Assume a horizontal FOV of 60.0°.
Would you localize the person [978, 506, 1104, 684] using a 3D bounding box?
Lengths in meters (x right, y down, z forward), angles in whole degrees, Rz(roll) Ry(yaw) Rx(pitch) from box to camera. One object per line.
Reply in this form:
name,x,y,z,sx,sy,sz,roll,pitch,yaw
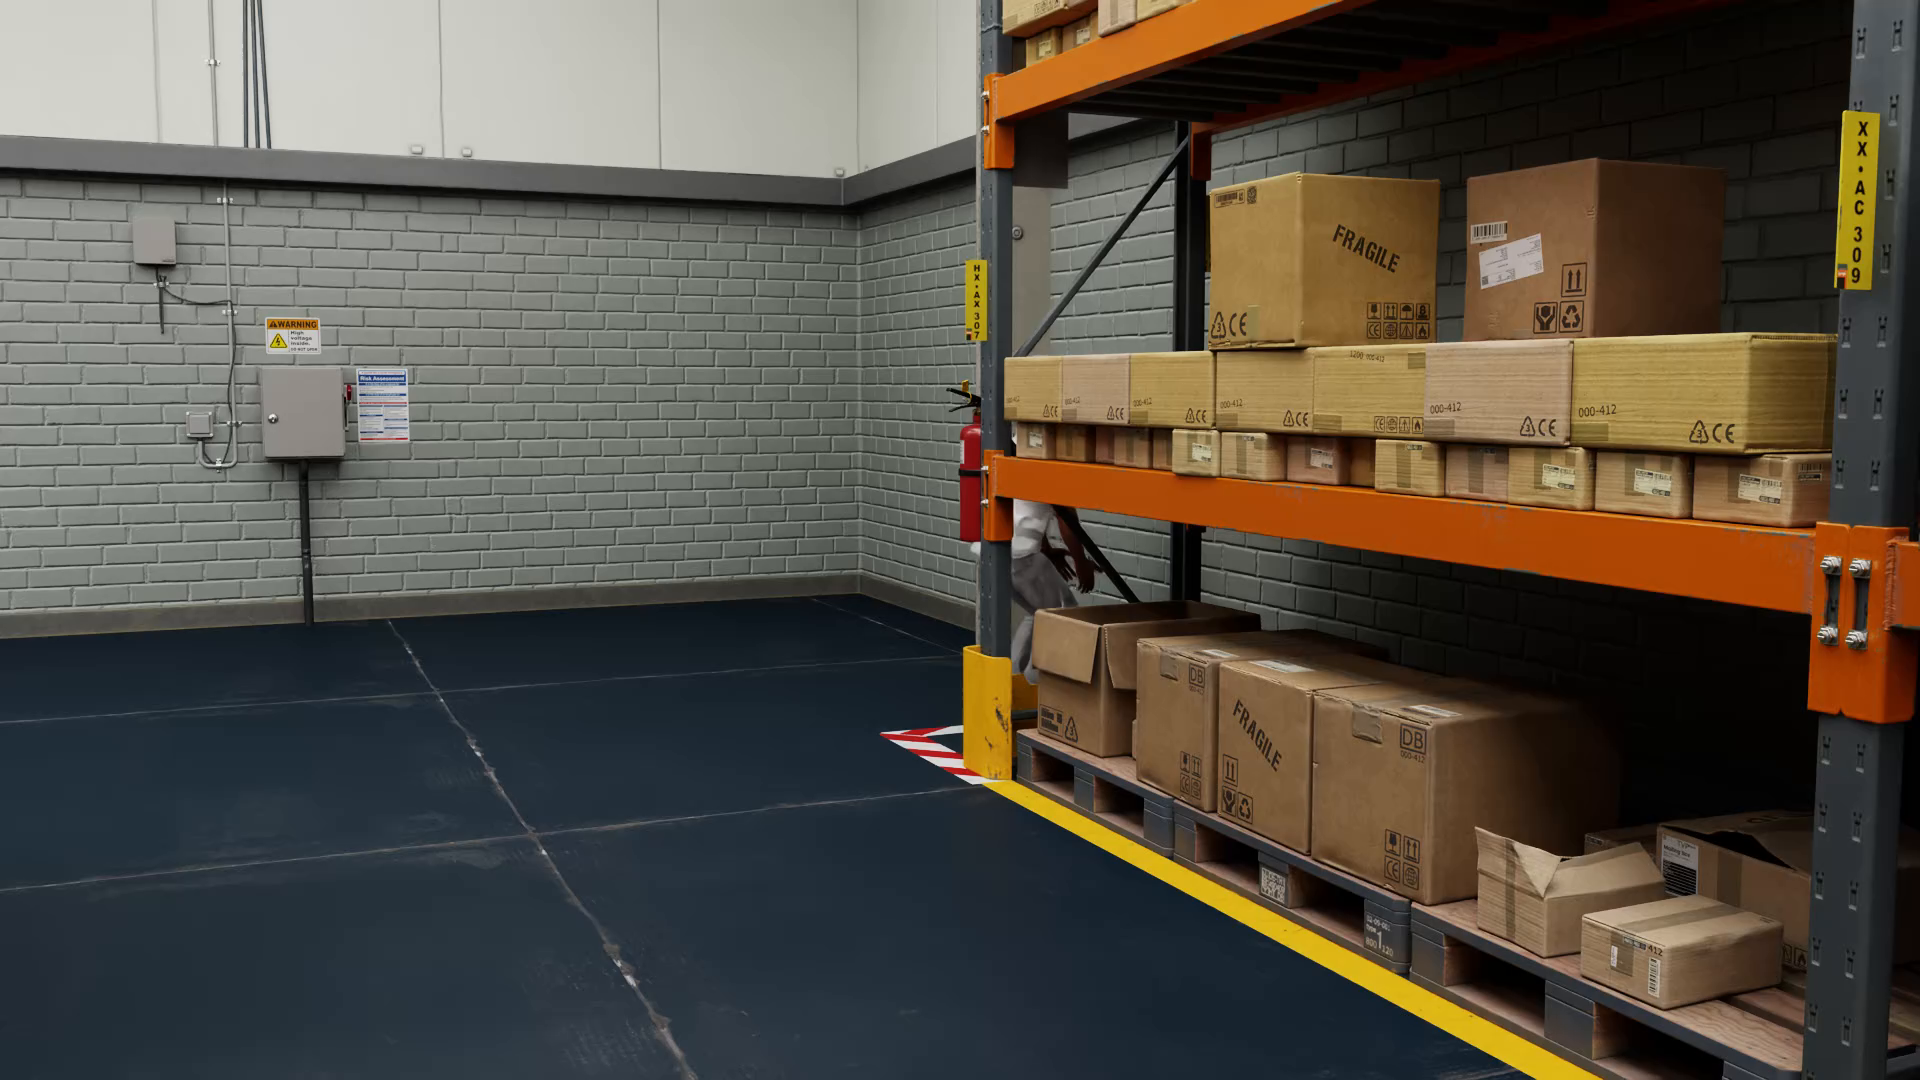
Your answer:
person,0.385,0.049,8.158,0.608,1.448,0.624,-2,6,-16
